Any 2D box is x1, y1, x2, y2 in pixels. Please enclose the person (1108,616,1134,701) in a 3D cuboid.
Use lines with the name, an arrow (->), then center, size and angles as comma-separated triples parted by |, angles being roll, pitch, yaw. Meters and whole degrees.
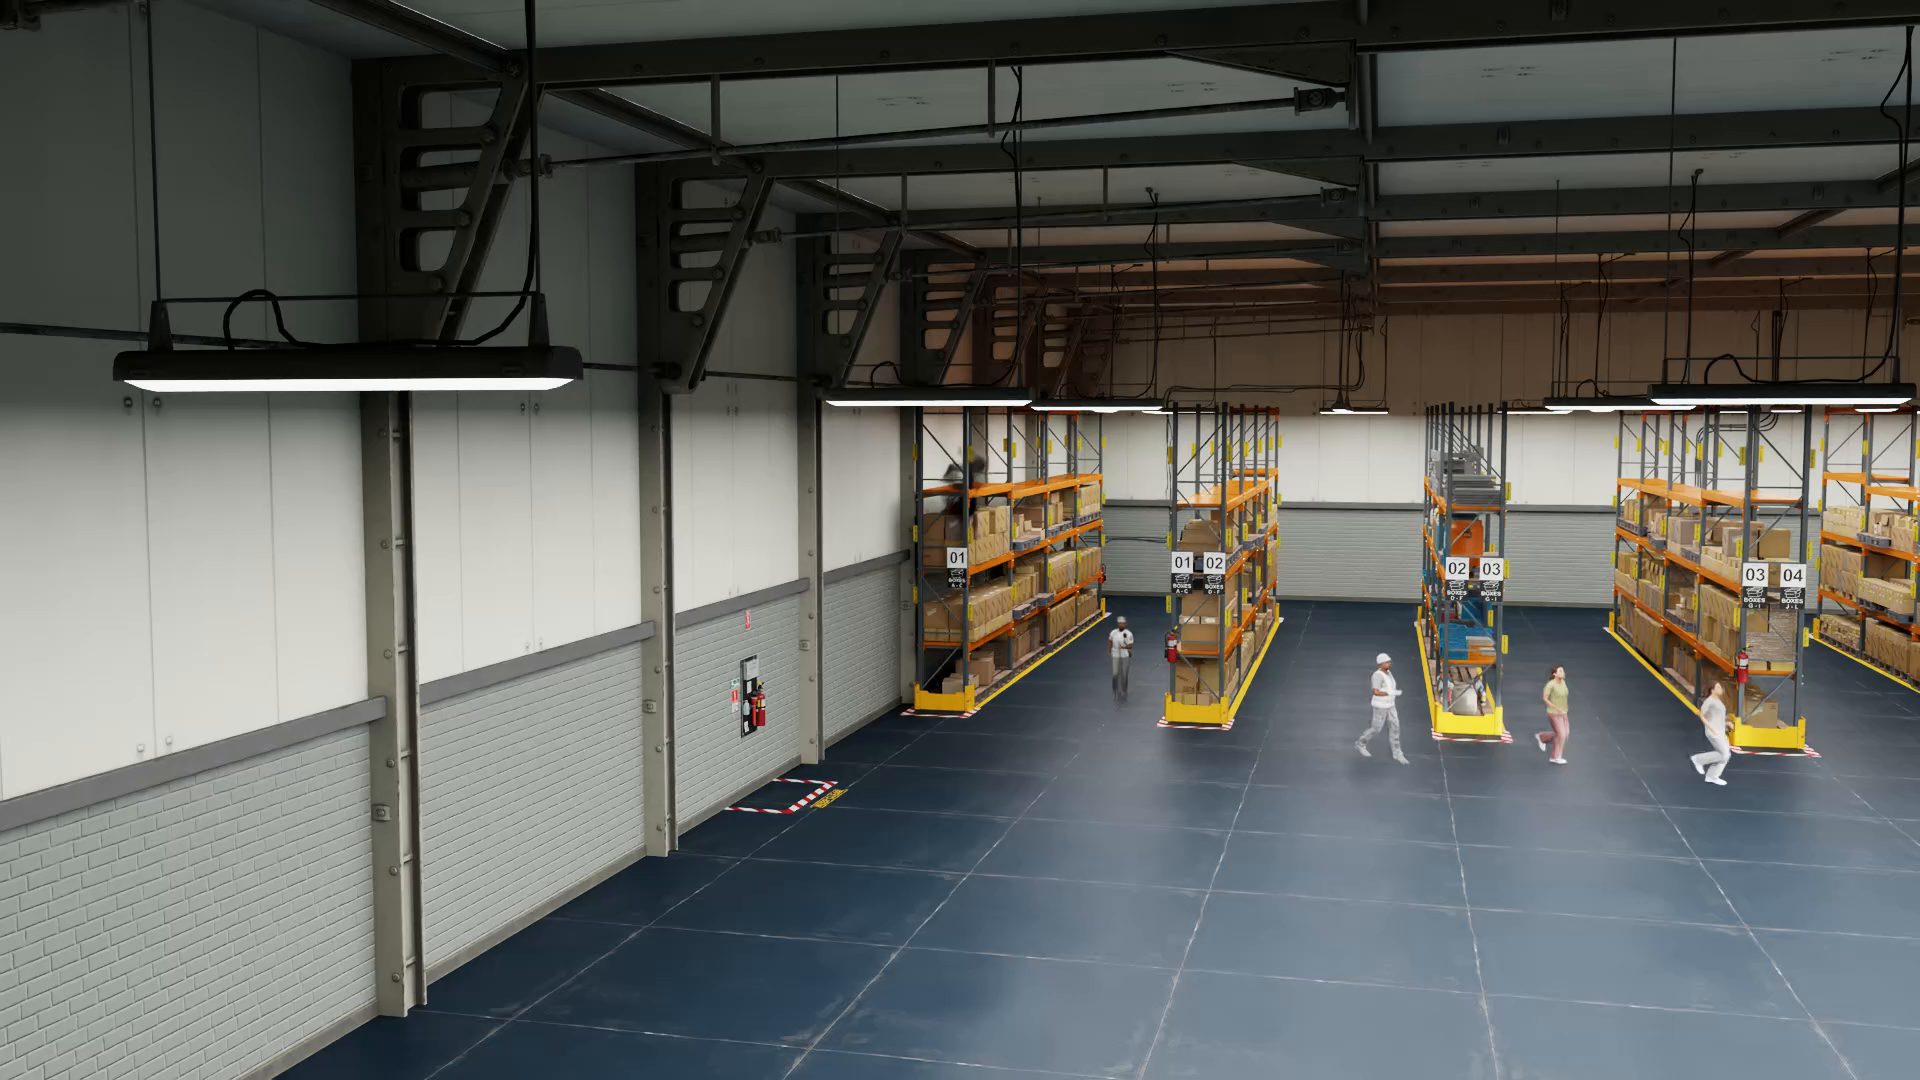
person -> 3.239, 2.403, 33.620 | 0.542, 1.729, 0.705 | 1, 4, 10

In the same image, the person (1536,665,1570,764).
person -> 9.843, 2.870, 27.612 | 0.588, 1.638, 0.630 | -3, 5, -35

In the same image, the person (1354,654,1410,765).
person -> 6.992, 2.783, 27.555 | 0.928, 1.819, 0.672 | 3, 5, 40

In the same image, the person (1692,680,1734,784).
person -> 11.790, 3.000, 26.028 | 0.561, 1.621, 0.581 | 4, 6, 42
